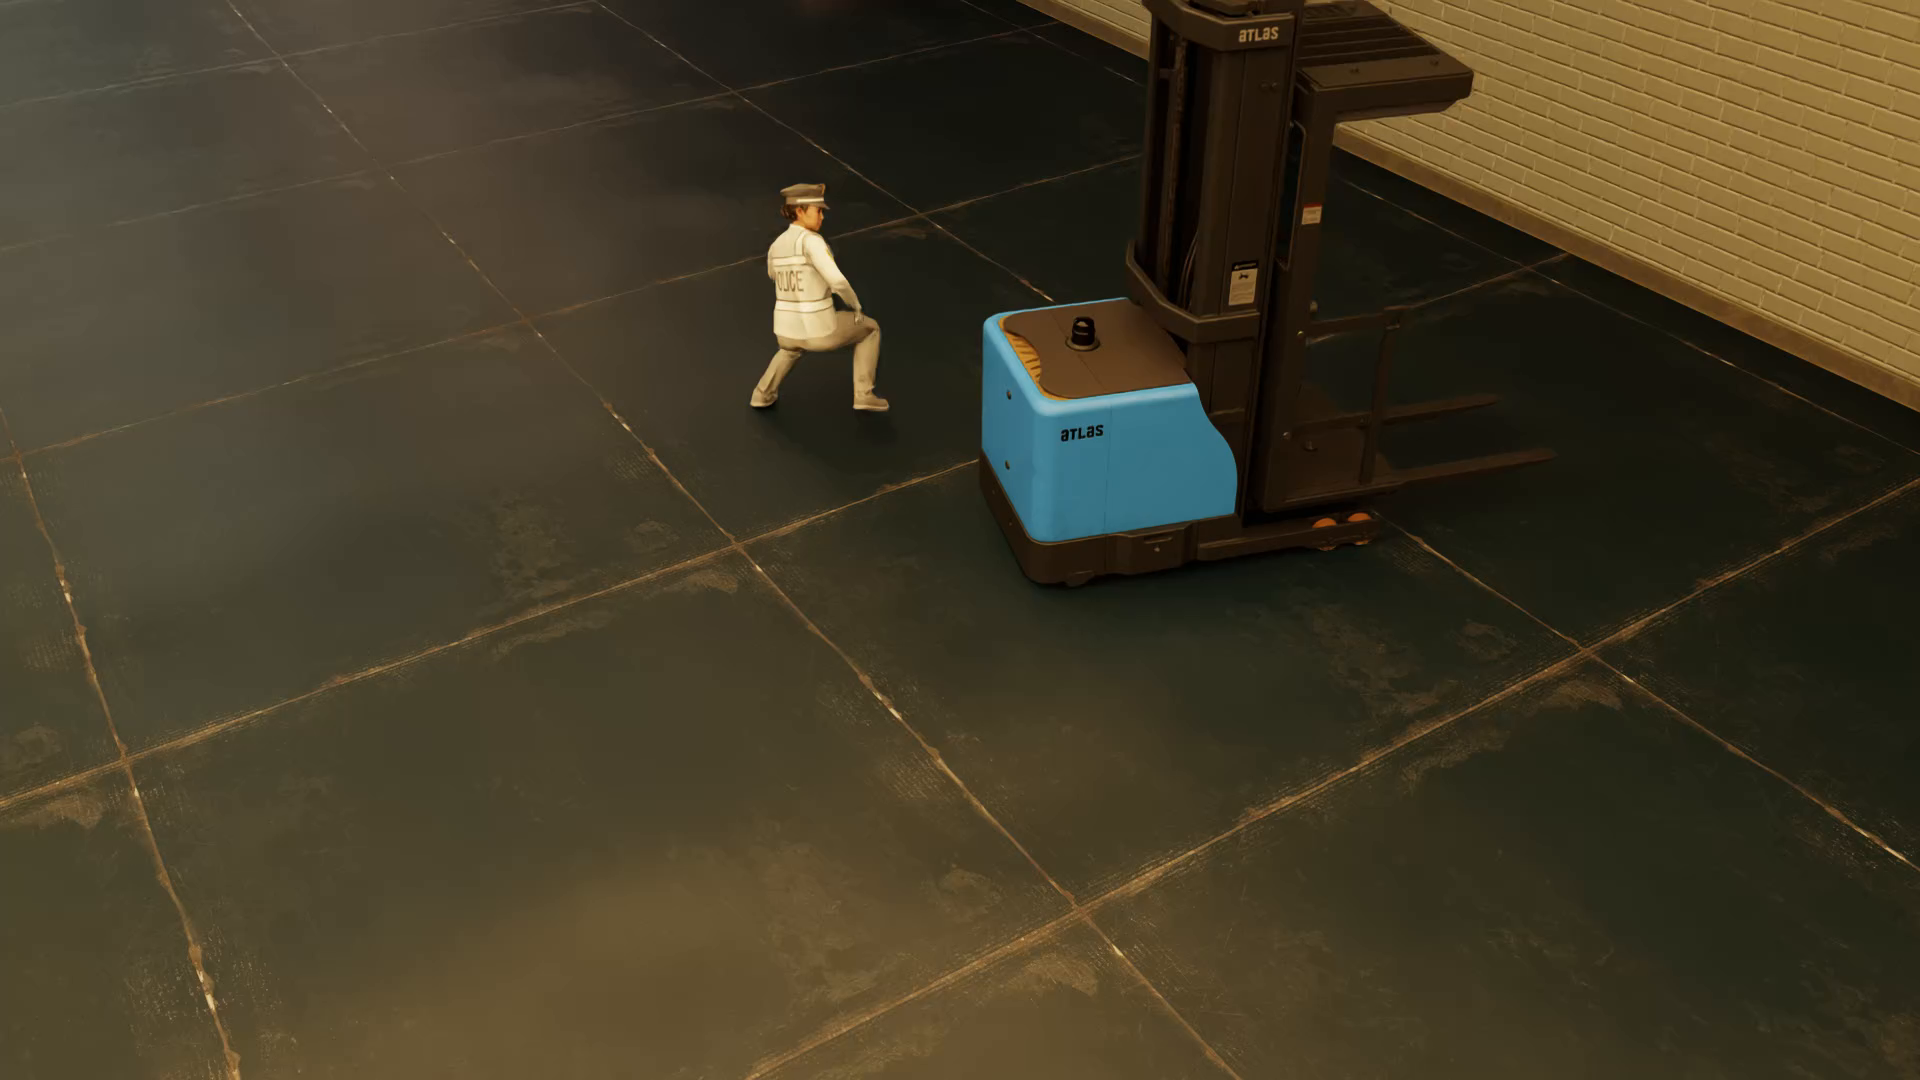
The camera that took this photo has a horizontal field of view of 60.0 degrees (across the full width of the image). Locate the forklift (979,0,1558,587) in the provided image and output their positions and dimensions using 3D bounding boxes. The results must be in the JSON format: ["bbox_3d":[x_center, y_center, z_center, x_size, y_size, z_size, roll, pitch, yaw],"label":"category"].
[{"bbox_3d":[1.679,-1.429,8.182,3.031,2.935,1.130,-9,36,-12],"label":"forklift"}]

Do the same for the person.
[{"bbox_3d":[-0.835,-1.297,9.349,0.839,1.469,0.655,21,40,27],"label":"person"}]
